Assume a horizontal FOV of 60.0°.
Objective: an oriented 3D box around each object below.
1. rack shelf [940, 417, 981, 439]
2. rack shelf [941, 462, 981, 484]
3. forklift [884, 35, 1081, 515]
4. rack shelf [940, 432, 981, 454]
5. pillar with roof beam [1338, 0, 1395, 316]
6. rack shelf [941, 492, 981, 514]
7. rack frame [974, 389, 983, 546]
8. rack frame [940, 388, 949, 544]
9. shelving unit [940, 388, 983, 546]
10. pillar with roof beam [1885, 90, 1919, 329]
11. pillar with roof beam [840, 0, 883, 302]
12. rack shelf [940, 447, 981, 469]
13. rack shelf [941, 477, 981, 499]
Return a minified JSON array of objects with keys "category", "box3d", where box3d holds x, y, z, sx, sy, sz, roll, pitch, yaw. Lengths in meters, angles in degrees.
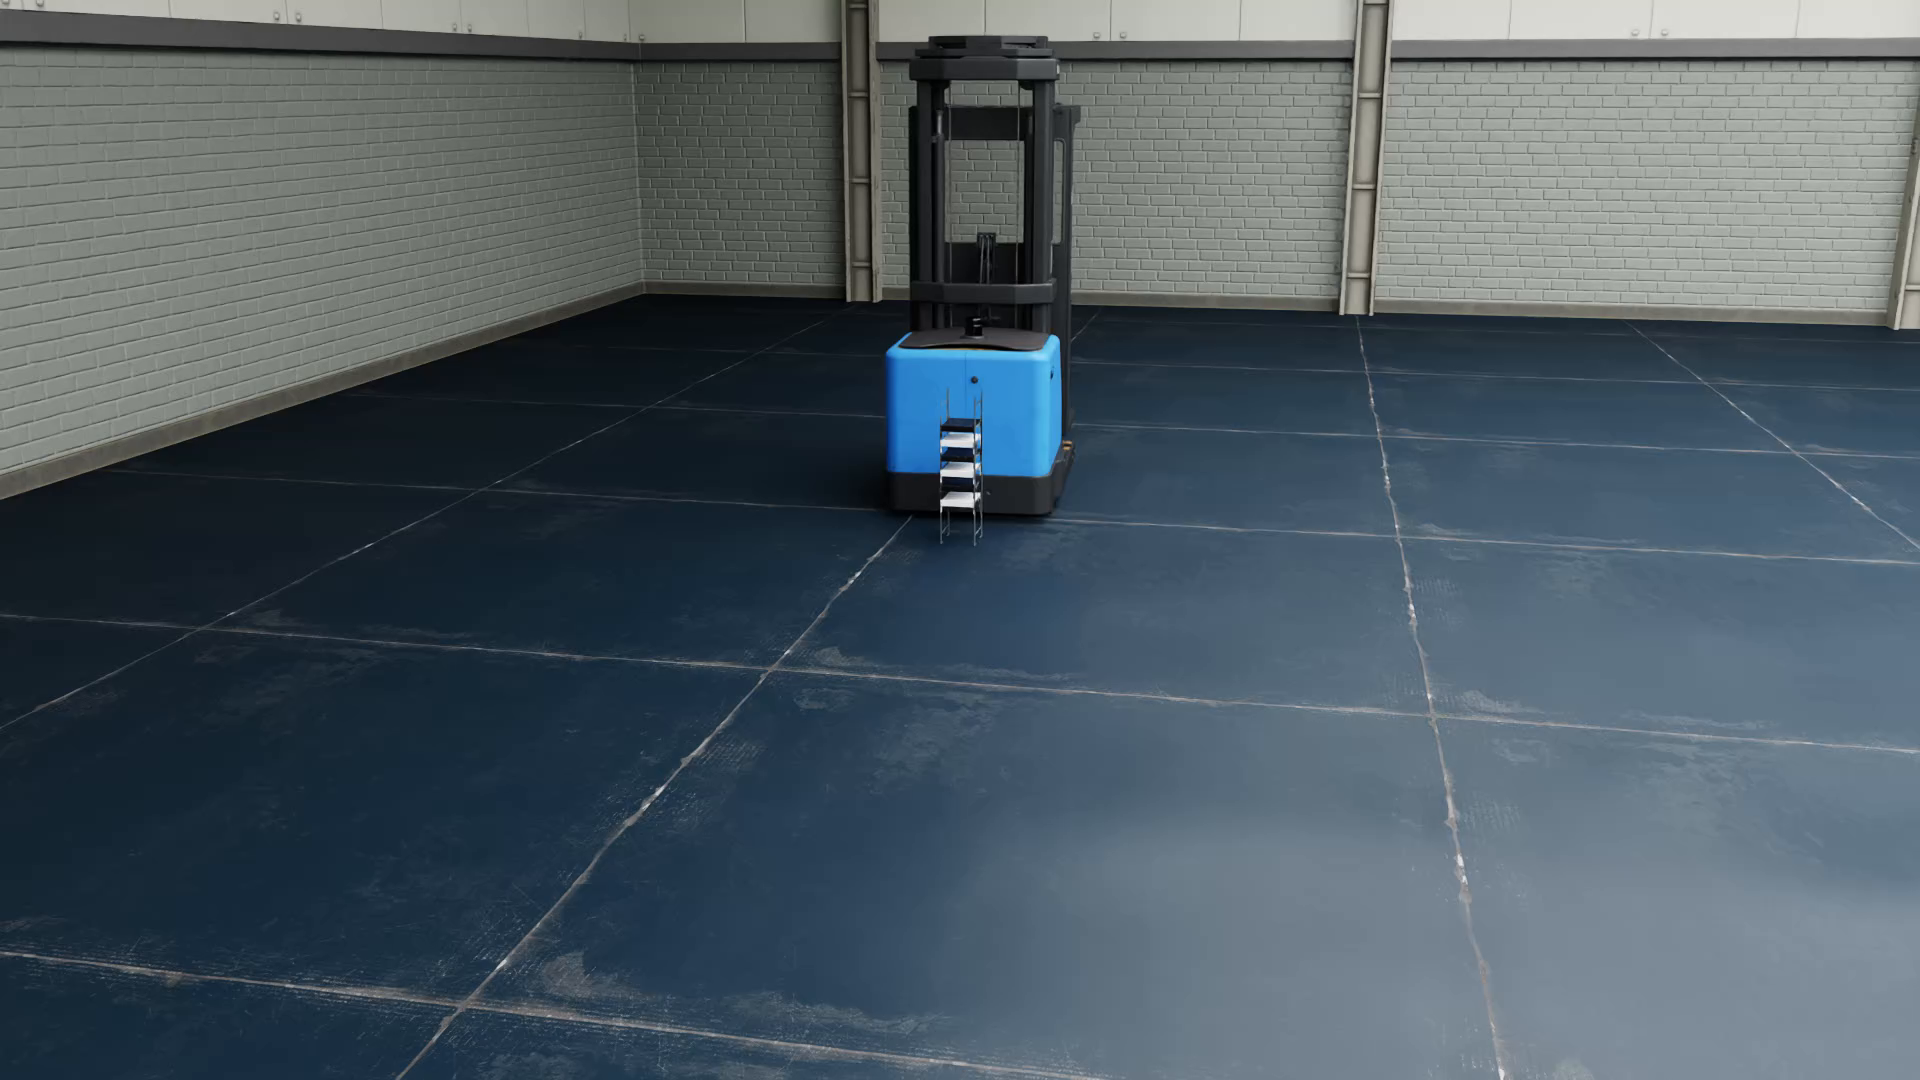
[{"category":"rack shelf","box3d":[0.008,-0.661,9.807,0.200,0.077,0.258,3,16,11]},{"category":"rack shelf","box3d":[0.008,-0.401,9.879,0.200,0.077,0.258,3,16,11]},{"category":"forklift","box3d":[0.238,-1.915,11.415,1.130,2.935,3.031,2,16,8]},{"category":"rack shelf","box3d":[0.008,-0.575,9.831,0.200,0.077,0.258,3,16,11]},{"category":"pillar with roof beam","box3d":[3.825,-5.892,14.407,0.400,9.000,9.100,3,16,11]},{"category":"rack shelf","box3d":[0.008,-0.228,9.927,0.200,0.077,0.258,3,16,11]},{"category":"rack frame","box3d":[0.108,-0.428,9.851,0.006,0.900,0.240,3,16,11]},{"category":"rack frame","box3d":[-0.092,-0.439,9.890,0.006,0.900,0.240,3,16,11]},{"category":"shelving unit","box3d":[0.008,-0.433,9.870,0.210,0.900,0.258,3,16,11]},{"category":"pillar with roof beam","box3d":[9.705,-5.573,13.255,0.400,9.000,9.100,3,16,11]},{"category":"pillar with roof beam","box3d":[-2.054,-6.212,15.560,0.400,9.000,9.100,3,16,11]},{"category":"rack shelf","box3d":[0.008,-0.488,9.855,0.200,0.077,0.258,3,16,11]},{"category":"rack shelf","box3d":[0.008,-0.314,9.903,0.200,0.077,0.258,3,16,11]}]
